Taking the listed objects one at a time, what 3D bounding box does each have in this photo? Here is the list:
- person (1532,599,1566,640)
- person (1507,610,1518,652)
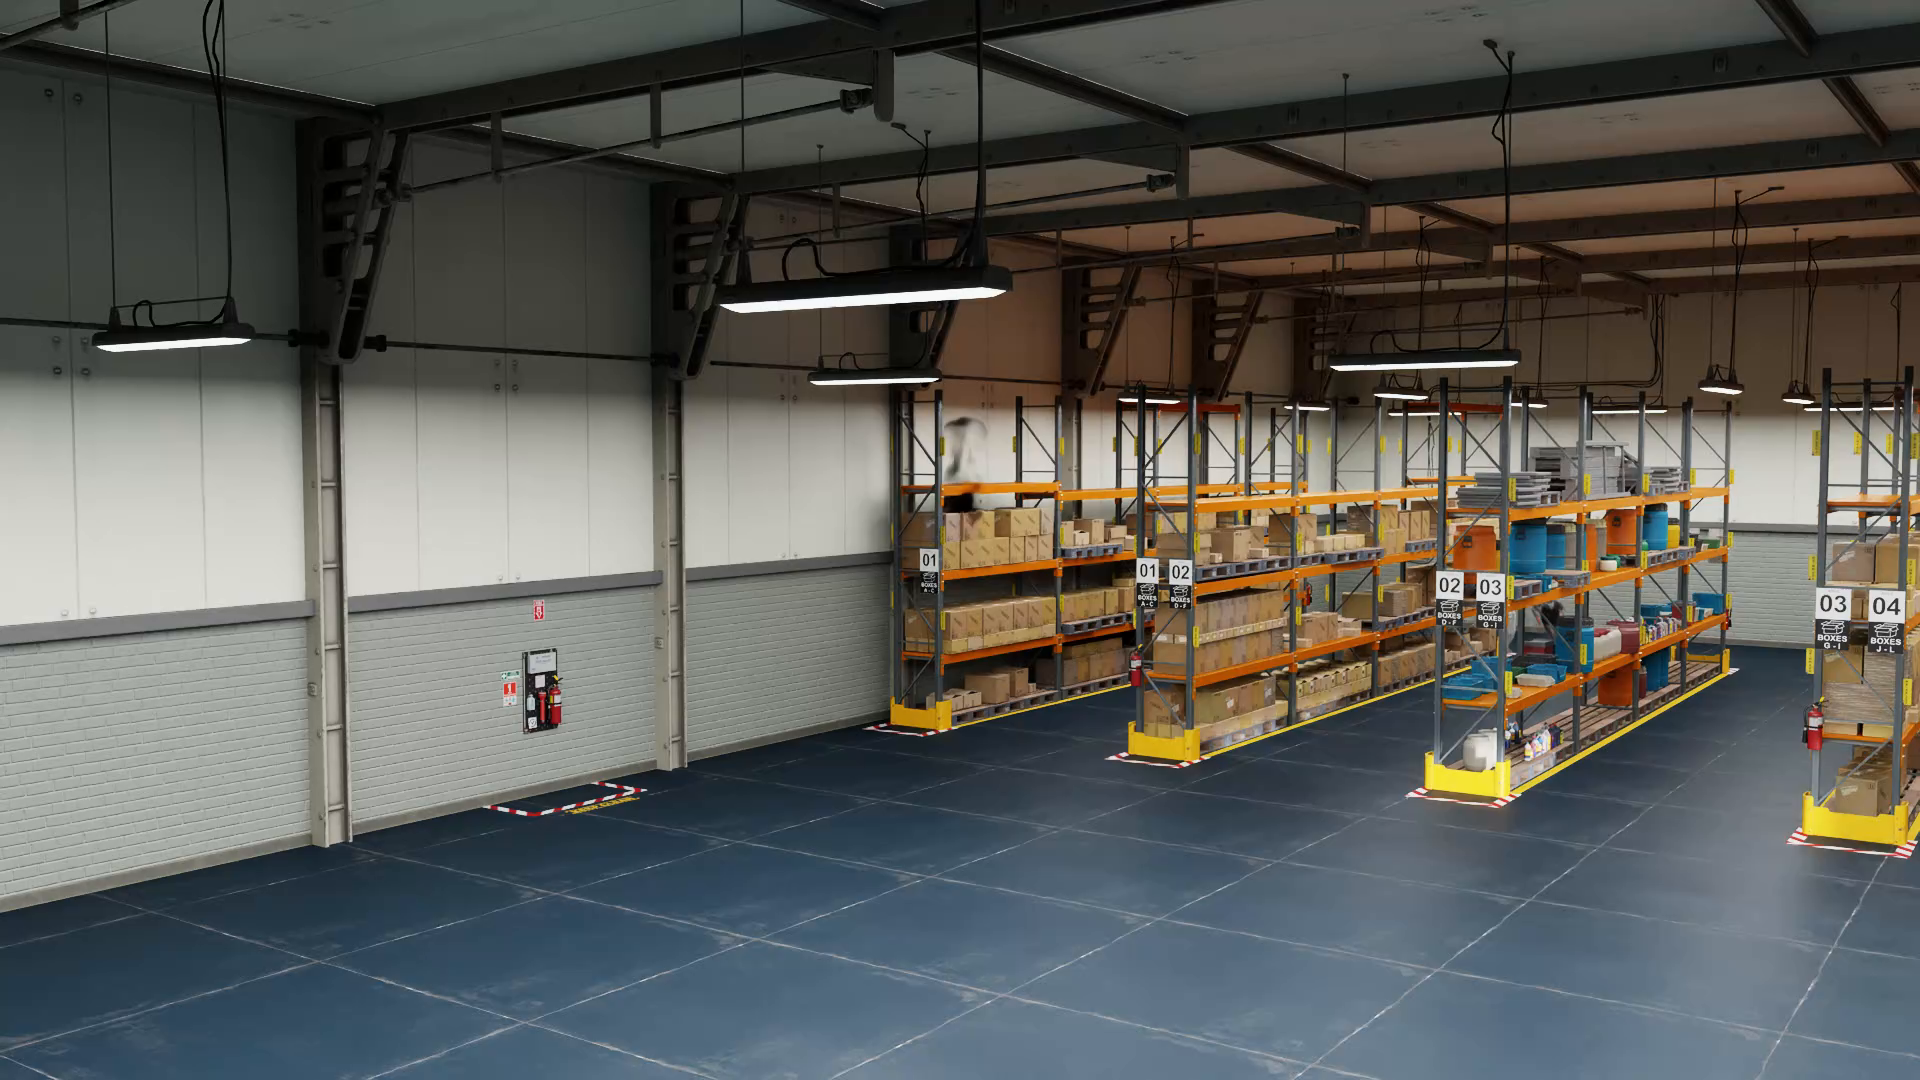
[{"bbox_3d":[13.972,1.985,39.298,0.790,1.674,0.719,0,3,-3],"label":"person"},{"bbox_3d":[13.388,1.912,40.578,0.601,1.637,0.545,-2,4,-27],"label":"person"}]
